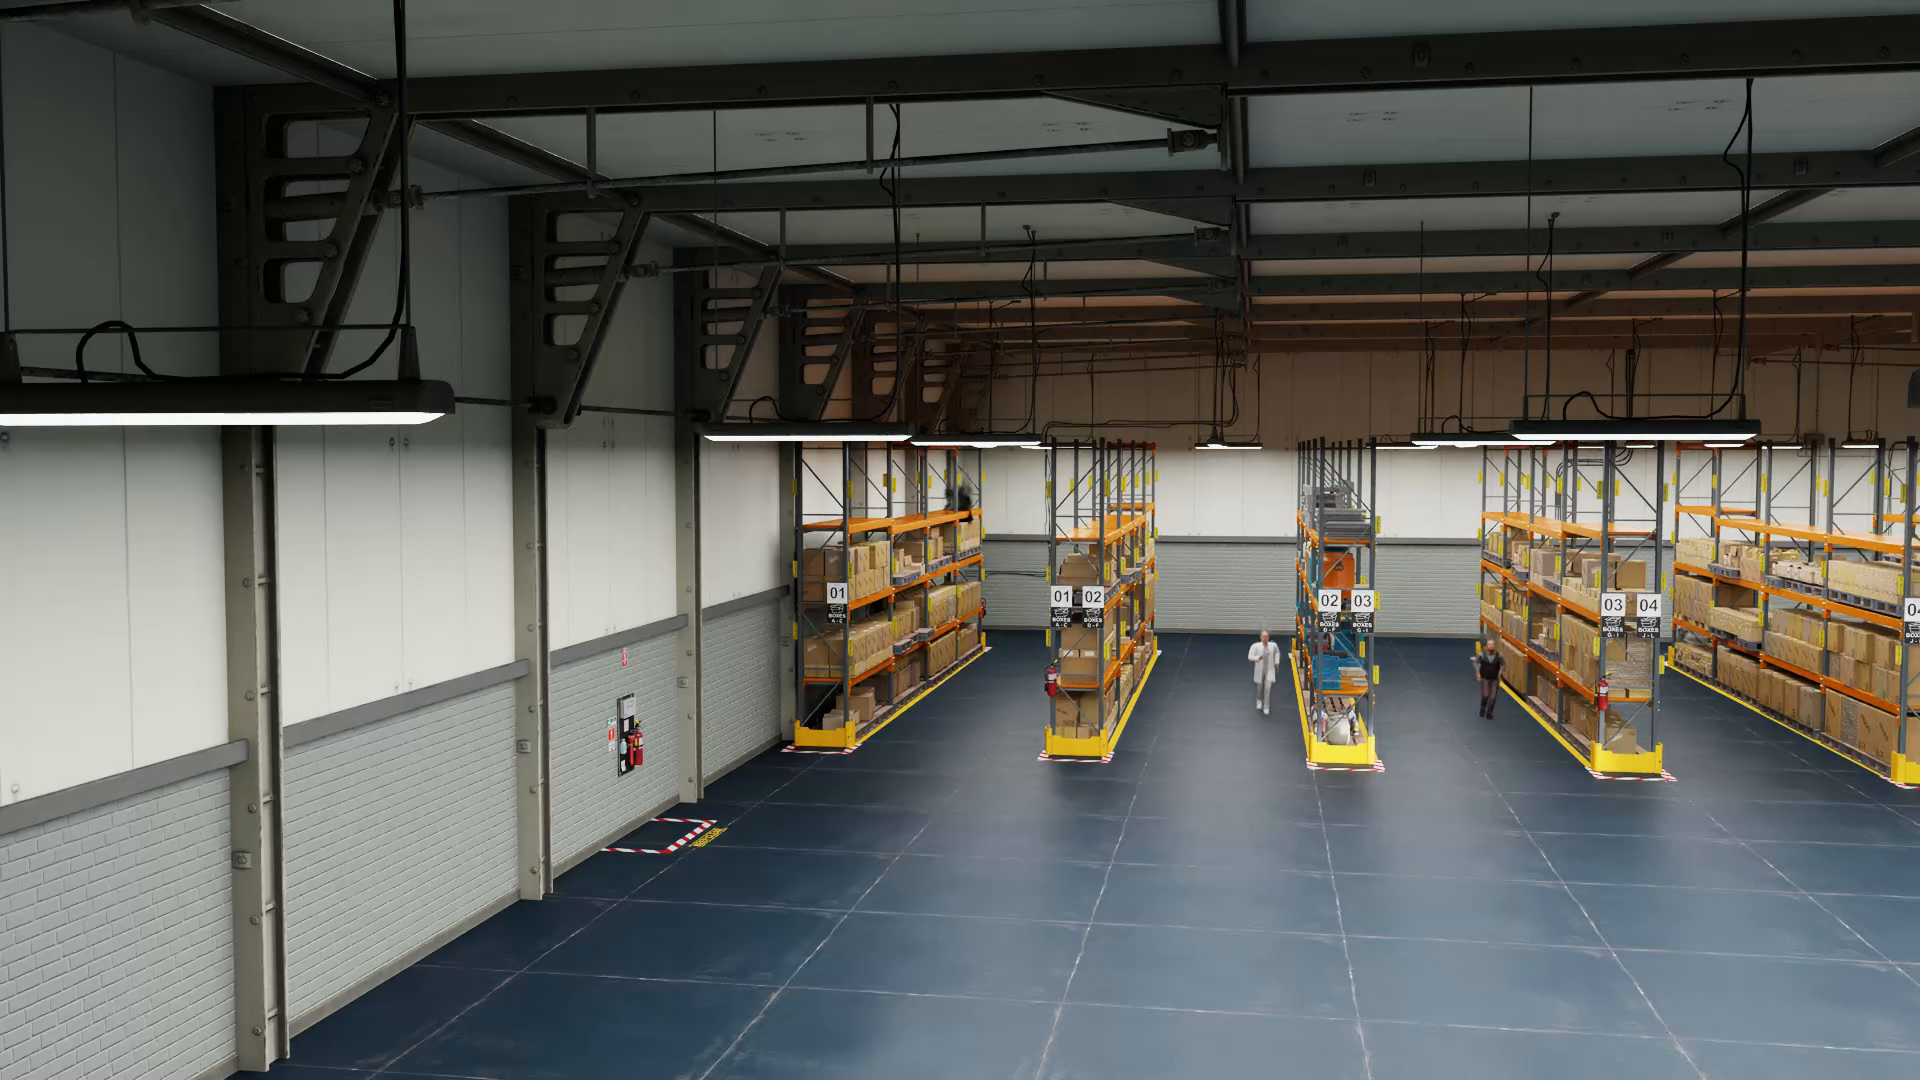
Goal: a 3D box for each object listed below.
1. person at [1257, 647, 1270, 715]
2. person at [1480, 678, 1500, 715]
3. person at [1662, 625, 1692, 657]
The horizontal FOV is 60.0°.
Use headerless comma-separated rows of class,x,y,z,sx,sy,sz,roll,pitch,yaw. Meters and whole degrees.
person,6.645,2.992,36.396,0.223,1.529,1.059,0,3,5
person,11.361,3.356,35.620,0.417,0.825,0.534,0,3,9
person,19.838,2.536,45.917,0.949,1.456,0.696,3,4,45
